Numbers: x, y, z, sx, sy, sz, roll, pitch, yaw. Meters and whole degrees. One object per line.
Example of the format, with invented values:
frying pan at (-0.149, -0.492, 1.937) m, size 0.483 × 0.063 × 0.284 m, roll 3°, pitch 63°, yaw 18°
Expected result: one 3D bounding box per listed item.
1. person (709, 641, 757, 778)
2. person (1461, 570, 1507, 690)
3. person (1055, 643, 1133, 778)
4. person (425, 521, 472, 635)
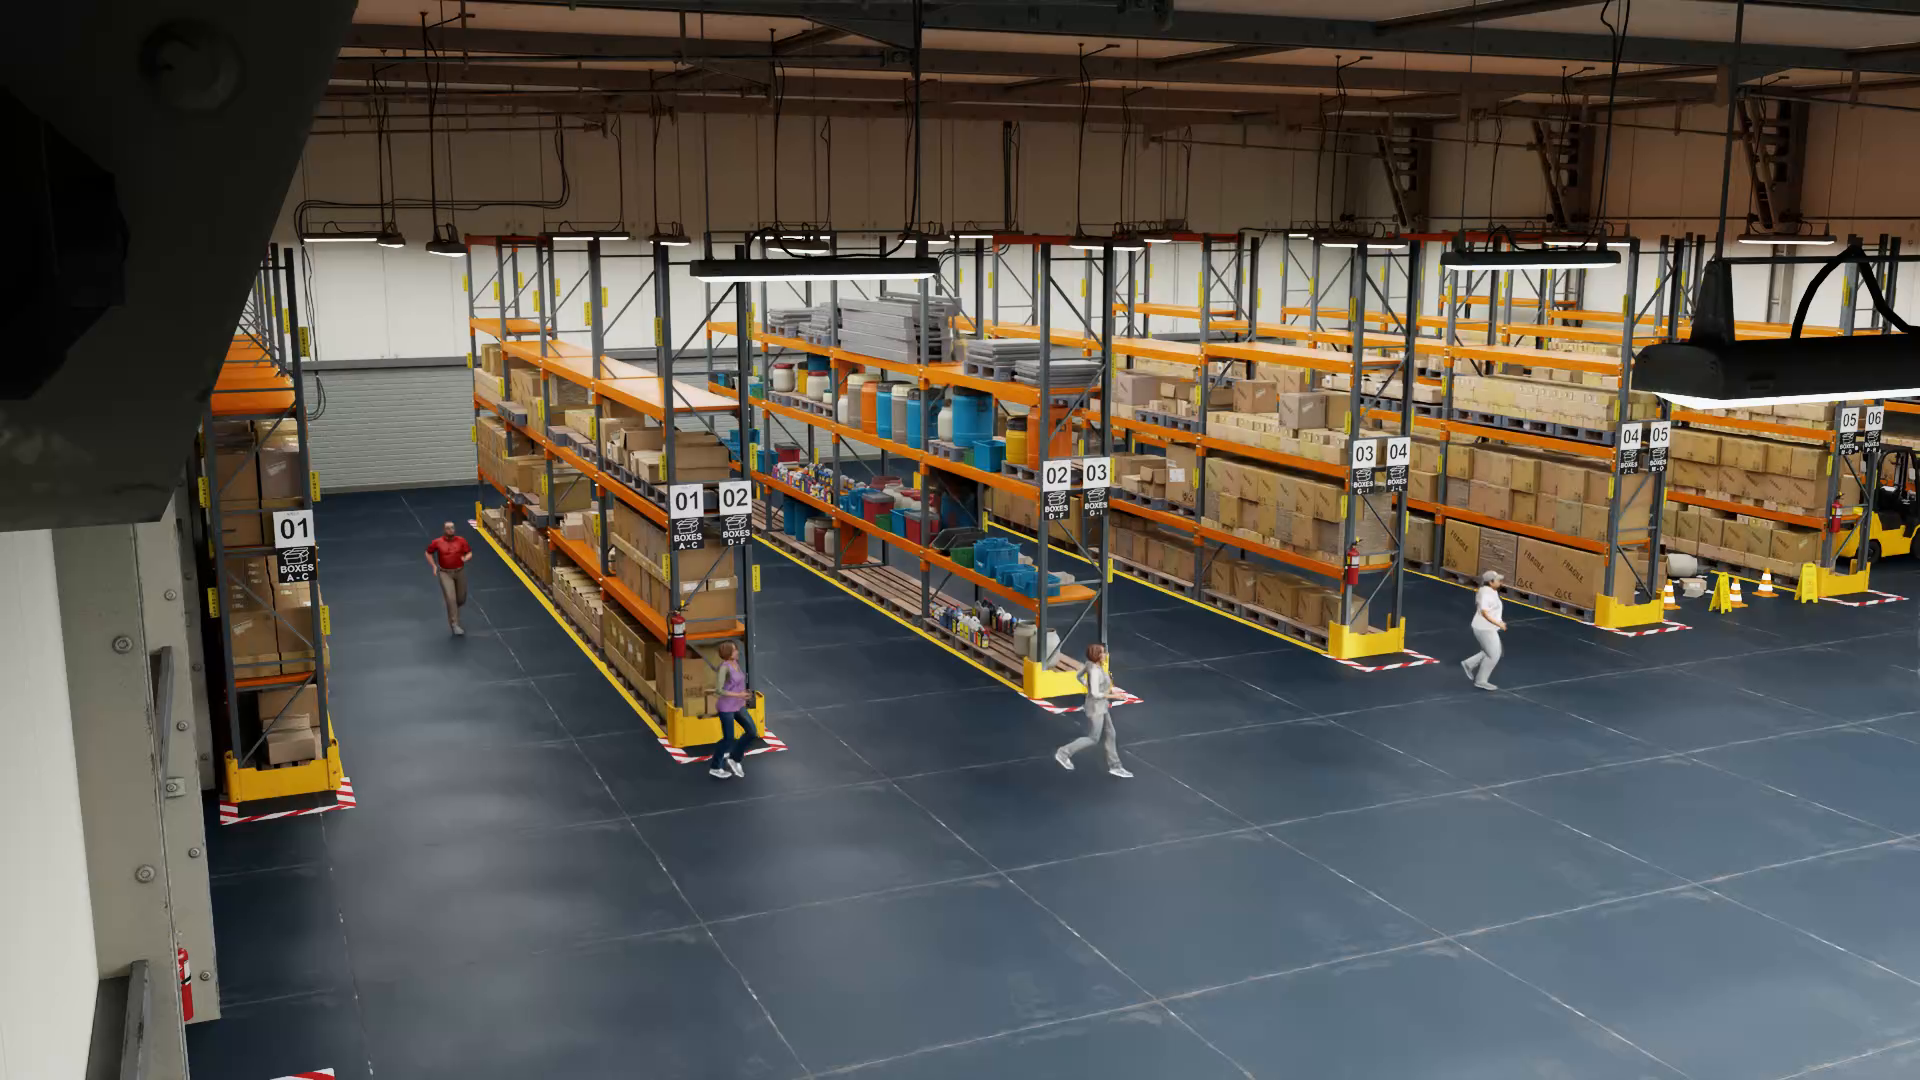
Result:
person at (-2.587, 1.936, 18.966) m, size 0.555 × 1.586 × 0.548 m, roll 4°, pitch 12°, yaw 19°
person at (7.137, 1.217, 22.614) m, size 0.552 × 1.634 × 0.627 m, roll 3°, pitch 11°, yaw 13°
person at (1.533, 1.945, 18.925) m, size 0.900 × 1.591 × 0.554 m, roll 1°, pitch 11°, yaw 4°
person at (-7.867, 0.550, 25.743) m, size 0.672 × 1.700 × 0.933 m, roll -7°, pitch 13°, yaw -33°
